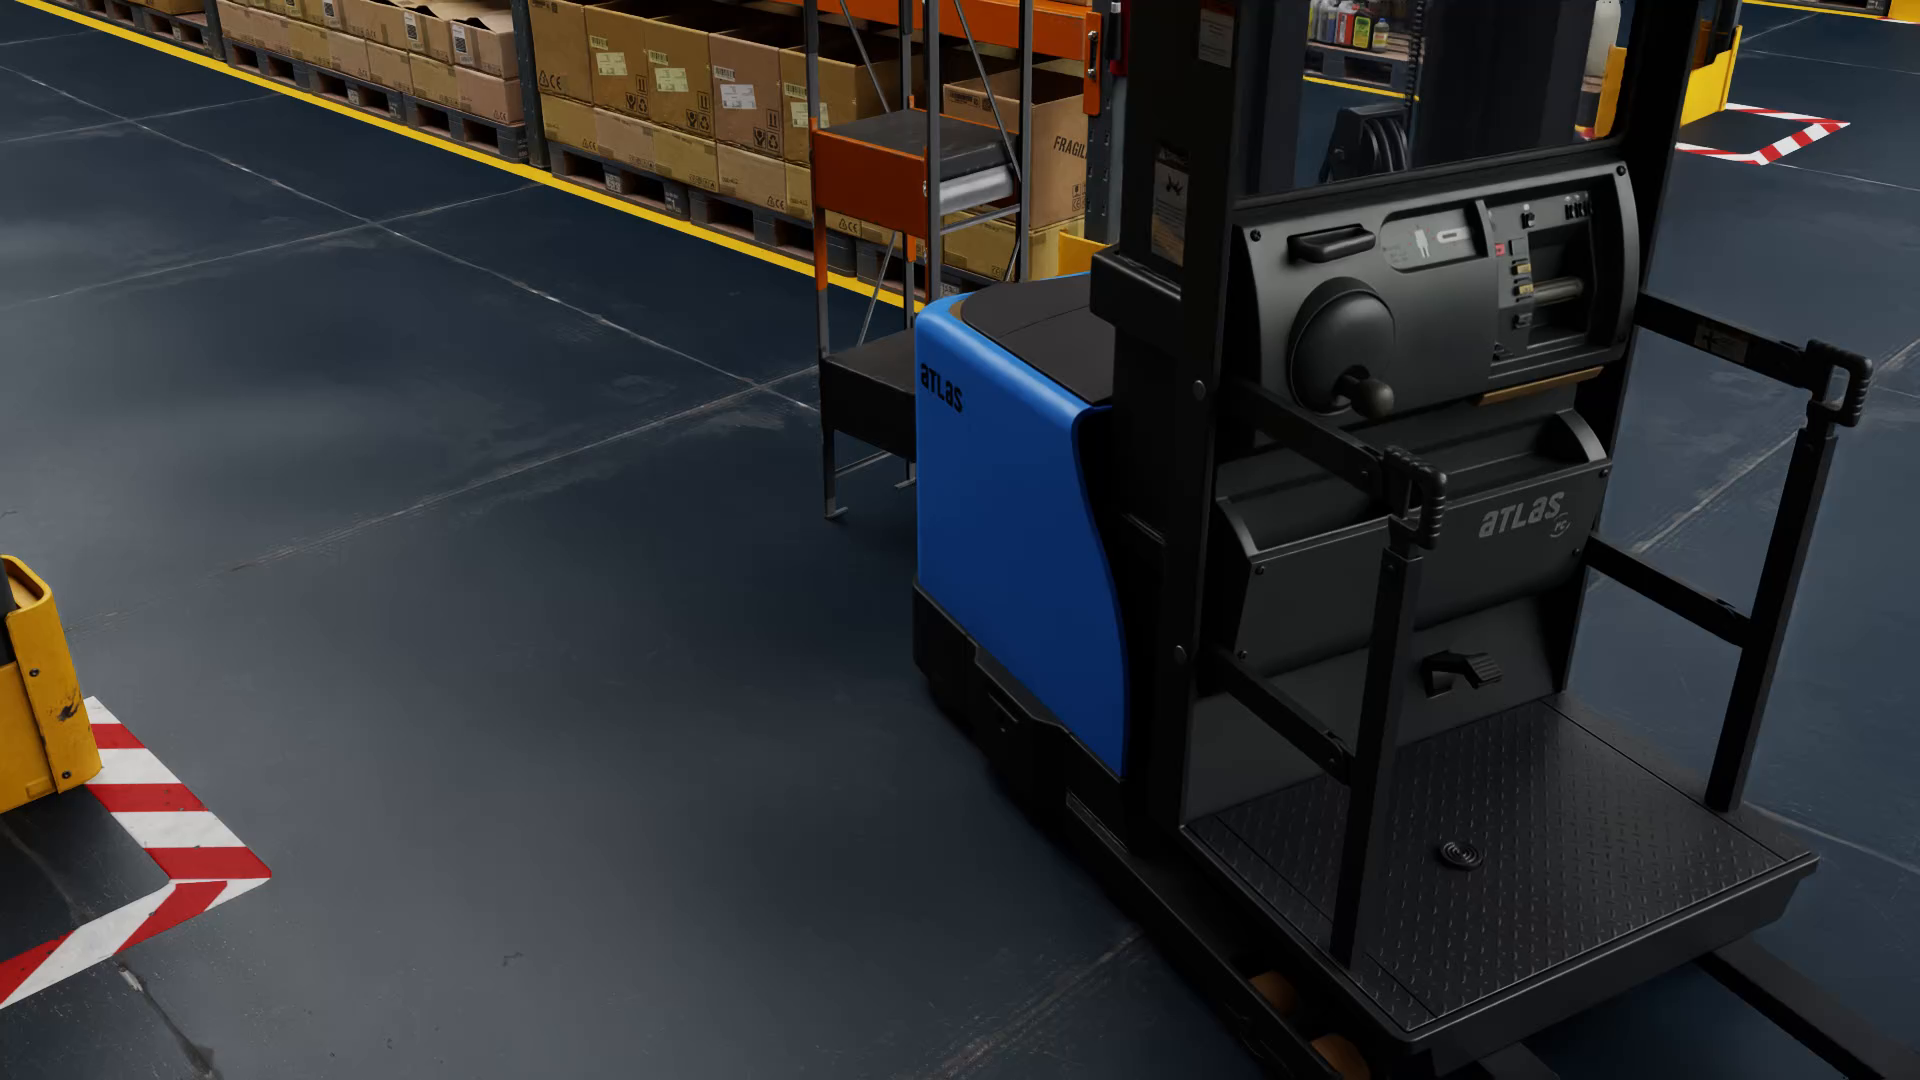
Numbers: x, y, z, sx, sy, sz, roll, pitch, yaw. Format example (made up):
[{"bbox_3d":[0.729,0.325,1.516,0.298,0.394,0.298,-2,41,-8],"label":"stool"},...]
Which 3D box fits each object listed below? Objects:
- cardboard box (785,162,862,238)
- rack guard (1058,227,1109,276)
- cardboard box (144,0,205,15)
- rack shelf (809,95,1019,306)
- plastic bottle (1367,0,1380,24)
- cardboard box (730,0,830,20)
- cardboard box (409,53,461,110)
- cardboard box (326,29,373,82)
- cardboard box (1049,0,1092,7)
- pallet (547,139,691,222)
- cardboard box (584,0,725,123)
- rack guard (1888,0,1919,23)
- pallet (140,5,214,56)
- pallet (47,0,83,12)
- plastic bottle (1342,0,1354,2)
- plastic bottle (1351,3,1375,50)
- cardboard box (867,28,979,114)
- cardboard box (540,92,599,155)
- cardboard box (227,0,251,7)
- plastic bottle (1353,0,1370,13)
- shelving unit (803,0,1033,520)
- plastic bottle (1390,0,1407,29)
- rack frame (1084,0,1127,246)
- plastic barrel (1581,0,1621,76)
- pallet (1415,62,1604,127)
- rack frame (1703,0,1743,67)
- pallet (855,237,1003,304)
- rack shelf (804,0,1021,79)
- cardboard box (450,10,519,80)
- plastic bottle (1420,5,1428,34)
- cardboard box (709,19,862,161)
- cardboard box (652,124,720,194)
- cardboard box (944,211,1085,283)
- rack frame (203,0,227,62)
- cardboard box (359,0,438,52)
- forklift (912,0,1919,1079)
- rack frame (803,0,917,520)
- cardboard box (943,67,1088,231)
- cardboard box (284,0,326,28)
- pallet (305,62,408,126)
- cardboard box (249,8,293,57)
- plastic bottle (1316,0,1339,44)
[{"bbox_3d":[-0.440,-1.599,7.571,0.500,0.250,0.500,25,36,38],"label":"cardboard box"},{"bbox_3d":[0.889,-1.117,6.837,0.348,0.500,1.175,25,36,38],"label":"rack guard"},{"bbox_3d":[-5.664,-4.157,12.146,0.500,0.500,0.500,-24,36,-37],"label":"cardboard box"},{"bbox_3d":[-0.118,-0.971,4.870,0.480,0.518,0.431,25,36,38],"label":"rack shelf"},{"bbox_3d":[2.887,-3.702,11.601,0.097,0.201,0.097,0,28,0],"label":"plastic bottle"},{"bbox_3d":[-0.789,-2.430,8.345,0.500,0.500,0.500,25,36,38],"label":"cardboard box"},{"bbox_3d":[-2.838,-2.710,9.684,0.500,0.250,0.500,24,36,38],"label":"cardboard box"},{"bbox_3d":[-3.565,-3.043,10.318,0.500,0.250,0.500,-24,36,-38],"label":"cardboard box"},{"bbox_3d":[0.548,-2.432,6.545,0.500,0.500,0.700,25,36,38],"label":"cardboard box"},{"bbox_3d":[-1.442,-2.029,8.882,1.213,0.211,1.003,25,36,38],"label":"pallet"},{"bbox_3d":[-1.507,-2.421,8.330,0.500,0.500,0.500,25,36,38],"label":"cardboard box"},{"bbox_3d":[7.766,-4.436,13.149,0.348,0.500,1.175,25,36,38],"label":"rack guard"},{"bbox_3d":[-5.338,-3.864,12.371,1.213,0.211,1.003,25,36,38],"label":"pallet"},{"bbox_3d":[-7.078,-4.660,13.885,1.213,0.211,1.003,25,36,38],"label":"pallet"},{"bbox_3d":[2.740,-3.769,11.729,0.097,0.201,0.097,0,28,0],"label":"plastic bottle"},{"bbox_3d":[2.635,-3.352,10.848,0.061,0.283,0.133,-24,36,-38],"label":"plastic bottle"},{"bbox_3d":[-0.078,-2.102,7.722,0.500,0.500,0.500,25,36,38],"label":"cardboard box"},{"bbox_3d":[-1.862,-2.253,8.816,0.500,0.250,0.500,25,36,38],"label":"cardboard box"},{"bbox_3d":[-4.665,-3.790,11.136,0.500,0.311,0.500,-24,36,-38],"label":"cardboard box"},{"bbox_3d":[2.644,-3.447,11.028,0.133,0.283,0.061,25,36,38],"label":"plastic bottle"},{"bbox_3d":[-0.118,-0.983,4.864,0.503,2.100,0.431,25,36,38],"label":"shelving unit"},{"bbox_3d":[3.029,-3.668,11.461,0.097,0.271,0.097,0,28,0],"label":"plastic bottle"},{"bbox_3d":[0.872,-2.231,6.270,0.127,3.000,1.000,25,36,38],"label":"rack frame"},{"bbox_3d":[3.825,-3.148,10.236,0.421,0.512,0.421,0,28,0],"label":"plastic barrel"},{"bbox_3d":[3.685,-2.916,10.568,1.213,0.211,1.003,25,36,38],"label":"pallet"},{"bbox_3d":[4.348,-3.874,9.394,0.127,3.000,1.000,25,36,38],"label":"rack frame"},{"bbox_3d":[0.298,-1.233,7.367,1.213,0.211,1.003,25,36,38],"label":"pallet"},{"bbox_3d":[-0.118,-1.591,4.545,0.480,0.518,0.431,25,36,38],"label":"rack shelf"},{"bbox_3d":[-2.470,-2.791,9.235,0.500,0.311,0.500,25,36,38],"label":"cardboard box"},{"bbox_3d":[3.199,-3.559,11.329,0.097,0.201,0.097,0,28,0],"label":"plastic bottle"},{"bbox_3d":[-0.798,-2.093,7.705,0.500,0.500,0.500,25,36,38],"label":"cardboard box"},{"bbox_3d":[-1.156,-1.924,8.189,0.500,0.250,0.500,25,36,38],"label":"cardboard box"},{"bbox_3d":[0.283,-1.277,6.959,0.500,0.250,0.500,25,36,38],"label":"cardboard box"},{"bbox_3d":[-4.832,-4.842,11.235,0.127,3.000,1.000,25,36,38],"label":"rack frame"},{"bbox_3d":[-3.199,-3.122,9.865,0.500,0.311,0.500,24,36,38],"label":"cardboard box"},{"bbox_3d":[1.012,-0.433,2.924,1.130,2.935,3.031,-14,31,-25],"label":"forklift"},{"bbox_3d":[-0.292,-1.063,5.015,0.015,2.100,0.400,25,36,38],"label":"rack frame"},{"bbox_3d":[0.281,-1.608,6.783,0.500,0.500,0.500,25,36,38],"label":"cardboard box"},{"bbox_3d":[-3.922,-3.455,10.497,0.500,0.311,0.500,23,36,37],"label":"cardboard box"},{"bbox_3d":[-3.407,-2.928,10.591,1.213,0.211,1.003,25,36,38],"label":"pallet"},{"bbox_3d":[-4.306,-3.378,10.955,0.500,0.250,0.500,23,36,37],"label":"cardboard box"},{"bbox_3d":[2.471,-3.453,11.049,0.135,0.276,0.152,23,36,37],"label":"plastic bottle"}]
